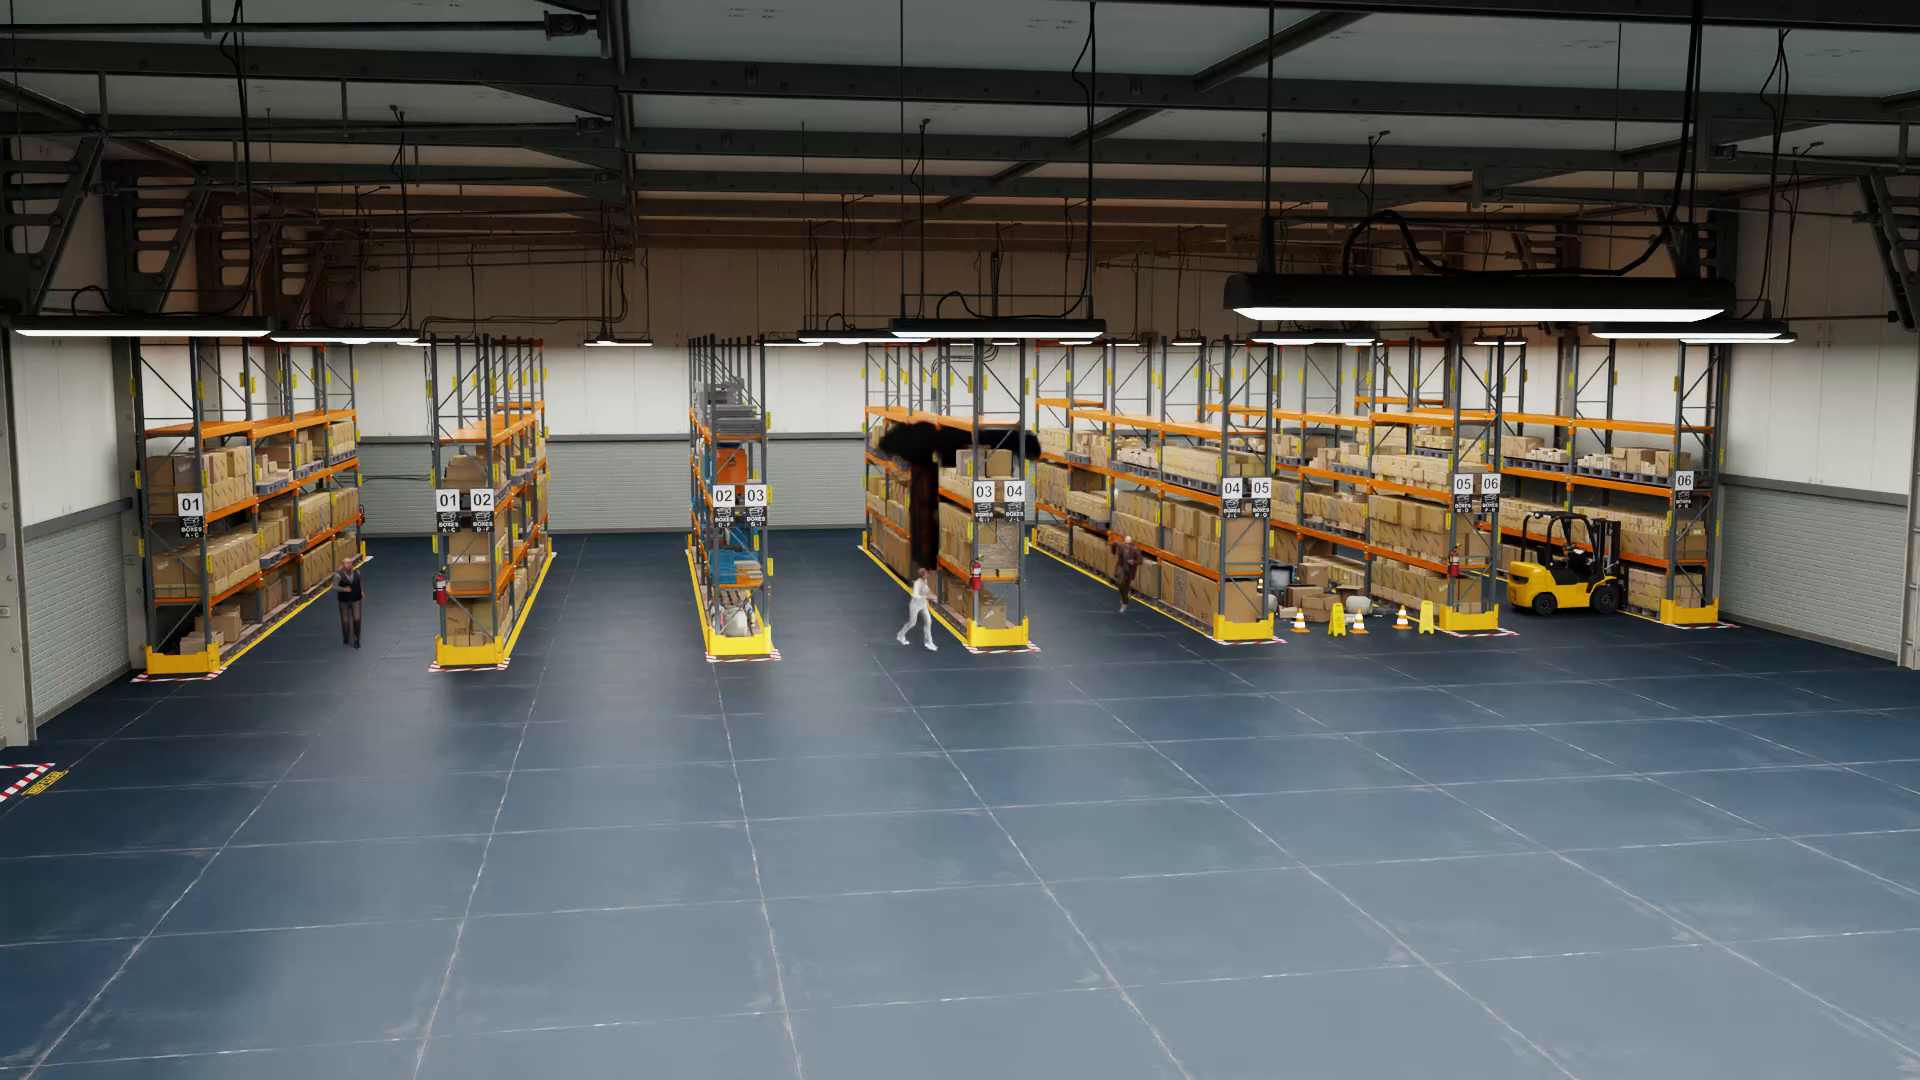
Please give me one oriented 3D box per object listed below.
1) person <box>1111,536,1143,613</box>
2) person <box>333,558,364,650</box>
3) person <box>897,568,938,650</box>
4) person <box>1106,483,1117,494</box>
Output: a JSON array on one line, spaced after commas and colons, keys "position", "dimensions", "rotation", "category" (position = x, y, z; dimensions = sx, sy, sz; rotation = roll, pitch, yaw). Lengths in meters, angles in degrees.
[{"position": [3.521, 0.699, 35.161], "dimensions": [0.687, 1.629, 1.215], "rotation": [1, 7, 7], "category": "person"}, {"position": [-11.730, 1.221, 31.940], "dimensions": [0.595, 1.772, 0.834], "rotation": [-3, 7, -25], "category": "person"}, {"position": [-0.823, 1.346, 31.827], "dimensions": [0.916, 1.476, 0.543], "rotation": [4, 8, 34], "category": "person"}, {"position": [4.597, -0.967, 50.758], "dimensions": [0.855, 1.826, 0.685], "rotation": [-3, 7, -23], "category": "person"}]
